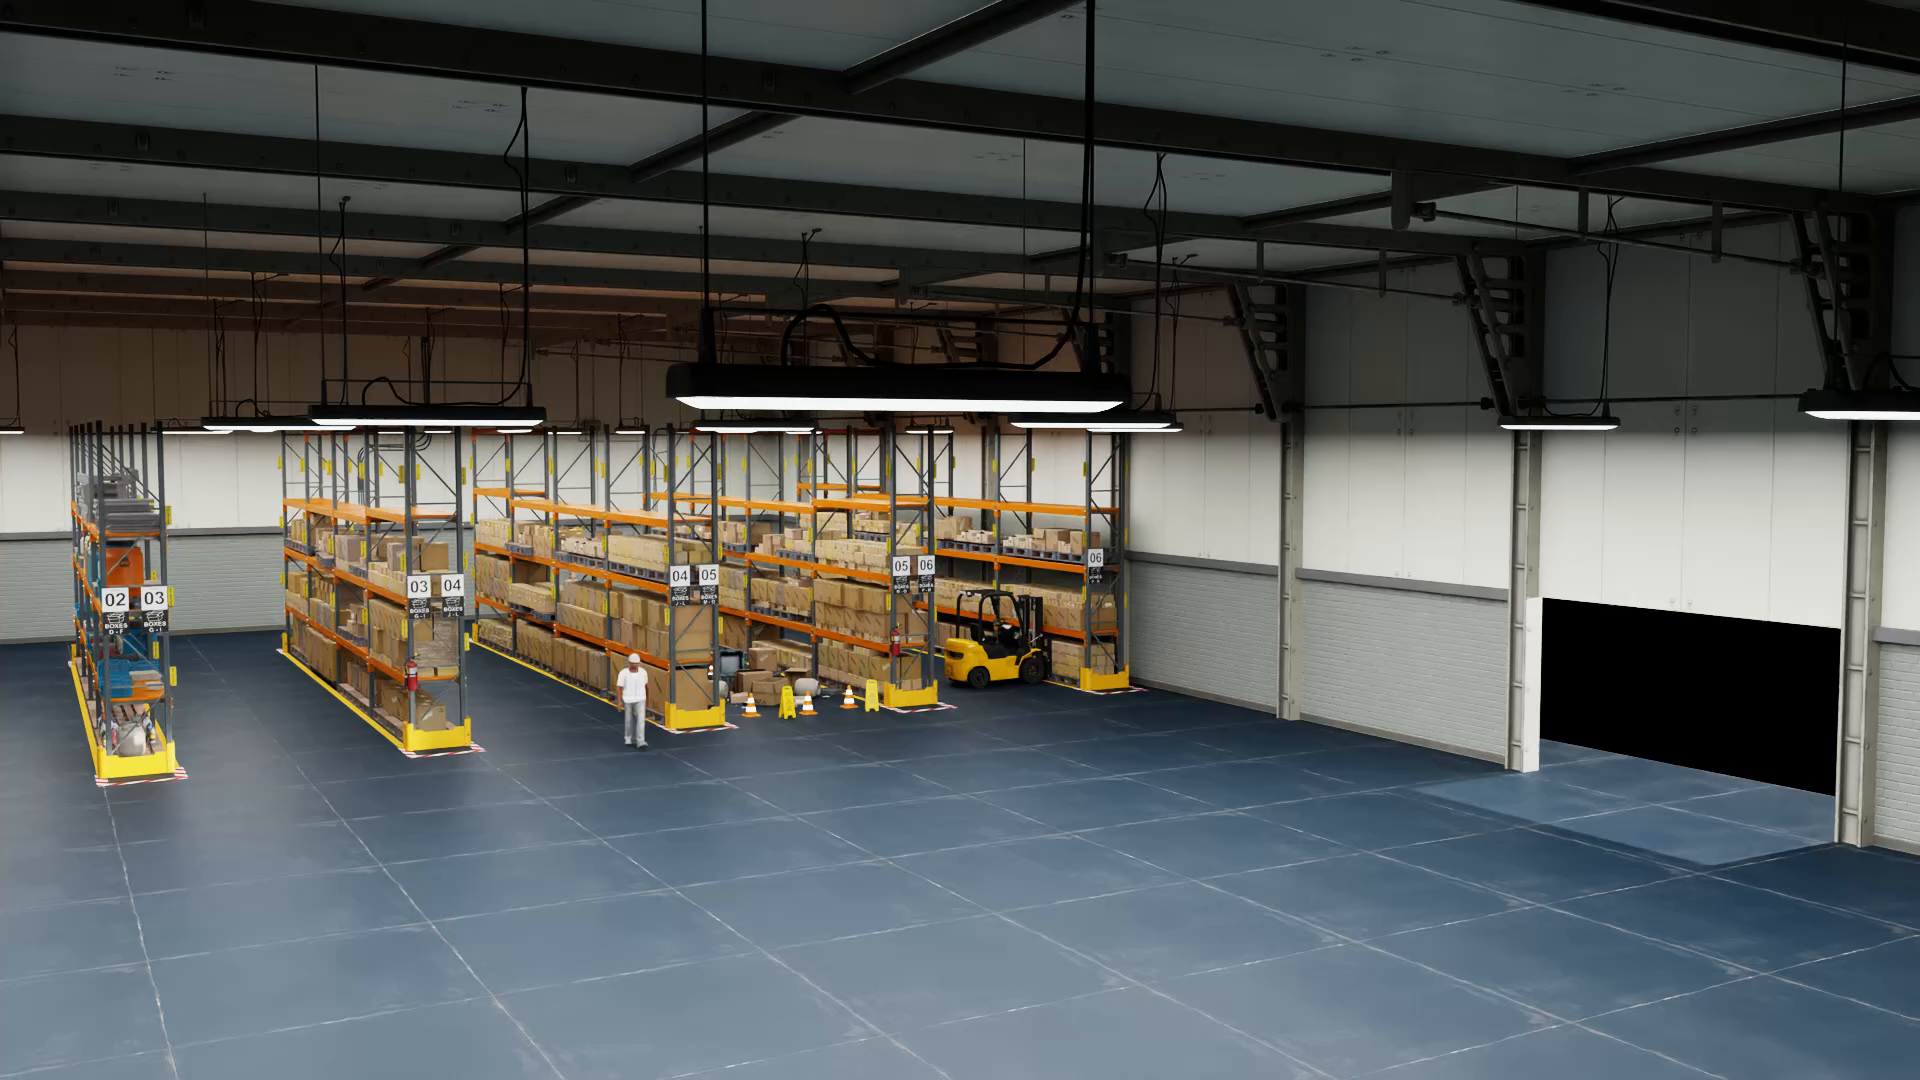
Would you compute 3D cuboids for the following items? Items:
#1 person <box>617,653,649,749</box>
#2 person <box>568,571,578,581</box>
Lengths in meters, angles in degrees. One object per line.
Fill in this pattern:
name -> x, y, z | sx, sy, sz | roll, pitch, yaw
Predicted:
person -> -6.005, 2.959, 30.608 | 0.626, 1.736, 0.924 | -1, 4, -22
person -> -11.817, 1.758, 50.866 | 0.498, 1.609, 1.058 | -2, 4, -32
